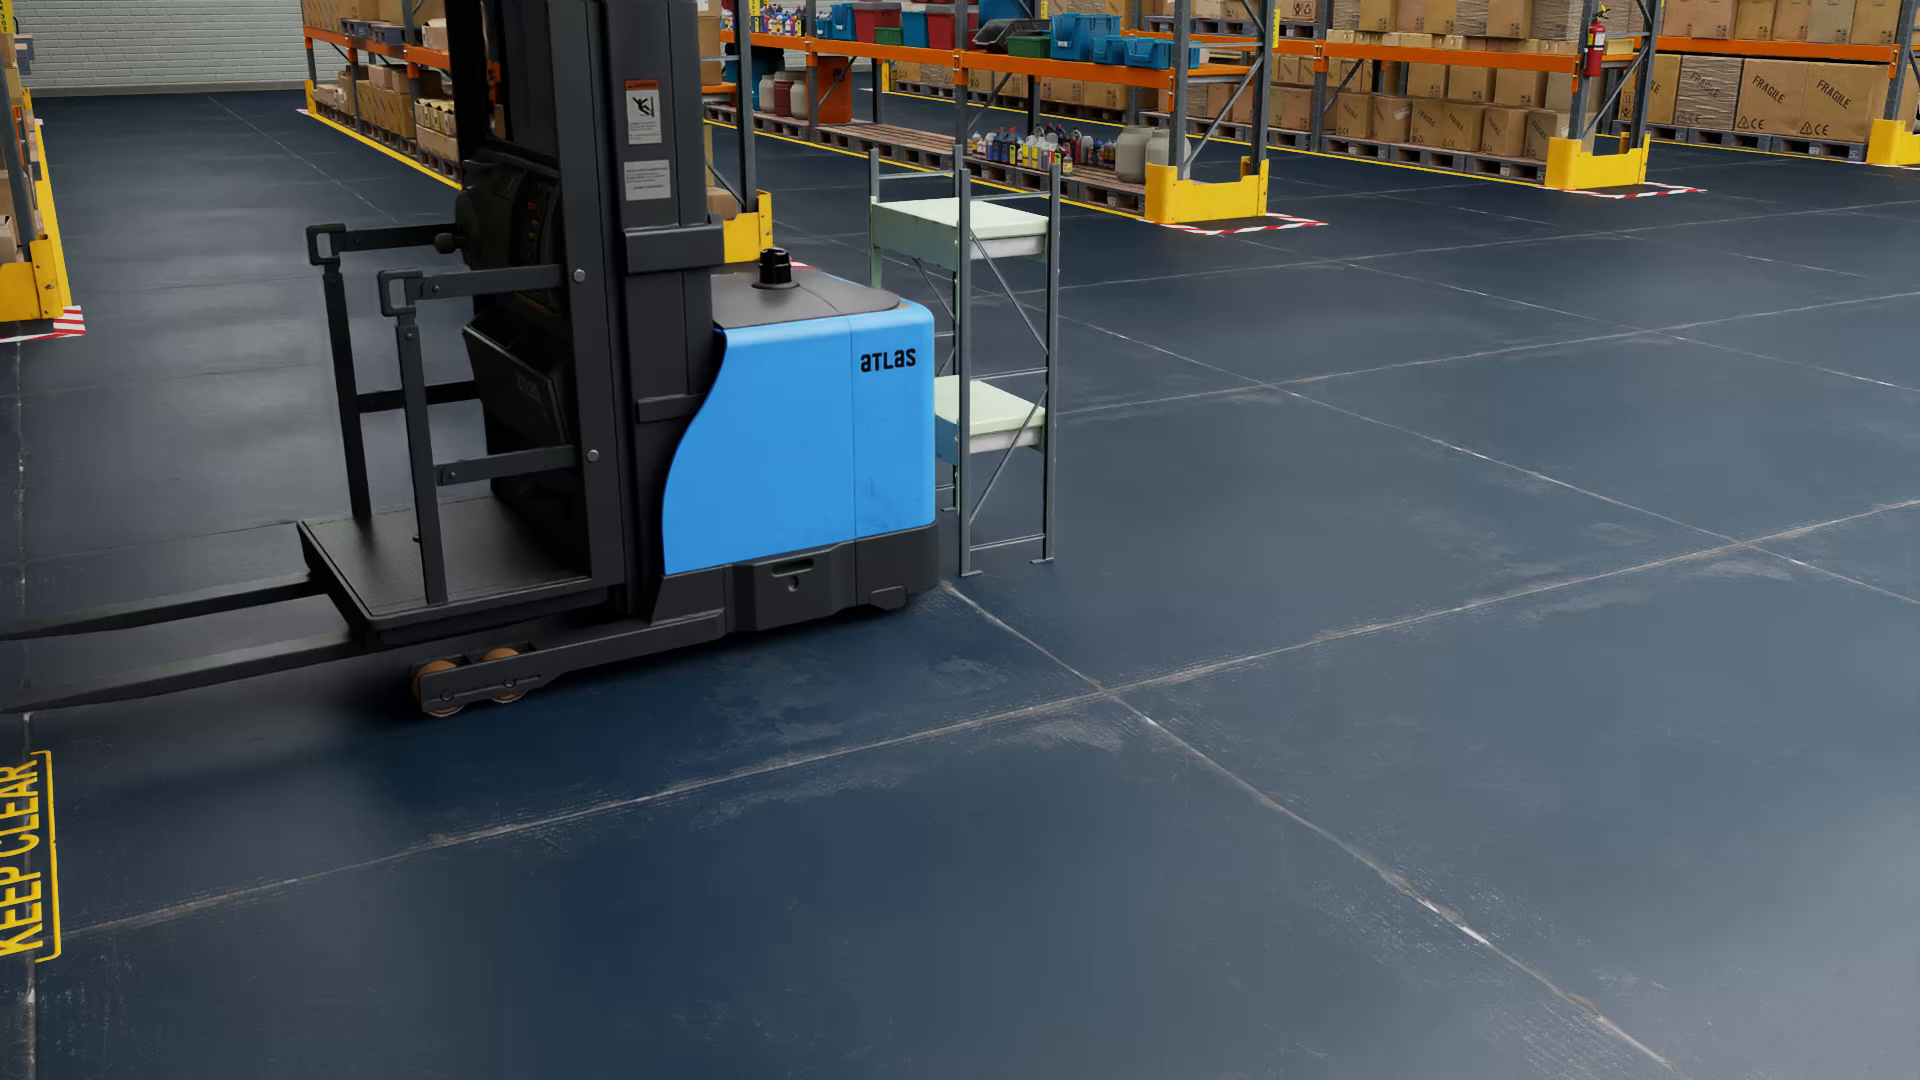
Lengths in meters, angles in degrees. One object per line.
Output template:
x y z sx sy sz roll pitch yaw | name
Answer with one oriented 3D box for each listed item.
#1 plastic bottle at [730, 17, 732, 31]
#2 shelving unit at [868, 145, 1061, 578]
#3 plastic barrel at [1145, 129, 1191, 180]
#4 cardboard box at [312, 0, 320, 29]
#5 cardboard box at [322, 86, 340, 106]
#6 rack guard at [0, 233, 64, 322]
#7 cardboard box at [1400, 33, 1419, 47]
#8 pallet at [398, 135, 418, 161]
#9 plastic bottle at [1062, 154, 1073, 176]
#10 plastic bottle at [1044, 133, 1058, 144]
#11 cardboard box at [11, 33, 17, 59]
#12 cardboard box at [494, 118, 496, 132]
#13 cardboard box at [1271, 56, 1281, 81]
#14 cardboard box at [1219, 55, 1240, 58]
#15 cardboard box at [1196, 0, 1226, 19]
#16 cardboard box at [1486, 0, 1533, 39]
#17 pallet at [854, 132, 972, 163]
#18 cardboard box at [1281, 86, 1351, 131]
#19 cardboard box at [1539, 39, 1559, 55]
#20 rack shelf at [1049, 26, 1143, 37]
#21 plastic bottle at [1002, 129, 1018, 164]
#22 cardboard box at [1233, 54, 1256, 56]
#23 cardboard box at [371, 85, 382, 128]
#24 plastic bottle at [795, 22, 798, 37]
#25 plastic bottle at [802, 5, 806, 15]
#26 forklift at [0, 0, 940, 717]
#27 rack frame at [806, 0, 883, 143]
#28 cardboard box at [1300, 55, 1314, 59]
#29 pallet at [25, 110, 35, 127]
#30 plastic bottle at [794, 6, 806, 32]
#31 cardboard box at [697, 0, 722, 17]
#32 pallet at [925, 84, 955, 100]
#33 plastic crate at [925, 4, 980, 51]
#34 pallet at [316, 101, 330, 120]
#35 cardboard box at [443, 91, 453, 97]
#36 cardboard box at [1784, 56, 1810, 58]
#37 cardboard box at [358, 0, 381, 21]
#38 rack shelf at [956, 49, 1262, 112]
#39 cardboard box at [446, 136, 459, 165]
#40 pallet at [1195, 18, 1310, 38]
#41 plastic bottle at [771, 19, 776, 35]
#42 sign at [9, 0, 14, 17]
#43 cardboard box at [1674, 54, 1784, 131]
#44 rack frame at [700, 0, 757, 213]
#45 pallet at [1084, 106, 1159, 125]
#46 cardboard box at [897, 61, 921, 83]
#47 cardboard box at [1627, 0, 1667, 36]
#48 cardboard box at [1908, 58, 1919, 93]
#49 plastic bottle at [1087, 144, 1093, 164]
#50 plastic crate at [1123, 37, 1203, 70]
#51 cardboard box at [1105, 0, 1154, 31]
-3.202 -7.304 23.505 0.097 0.201 0.097 0 19 0 | plastic bottle
0.003 -0.707 6.381 0.431 1.500 0.755 -10 21 -27 | shelving unit
1.935 -3.543 15.471 0.421 0.512 0.421 0 19 0 | plastic barrel
-9.180 -7.758 24.362 0.500 0.500 0.500 -10 21 -27 | cardboard box
-9.160 -6.592 24.677 0.500 0.250 0.500 -10 21 -27 | cardboard box
-6.440 -1.649 10.645 1.175 0.500 0.348 -10 21 -27 | rack guard
5.227 -5.677 18.870 0.380 0.149 0.250 -10 21 -27 | cardboard box
-6.166 -4.776 20.149 1.003 0.211 1.213 -10 21 -27 | pallet
1.057 -3.688 16.337 0.097 0.201 0.097 0 19 0 | plastic bottle
0.948 -4.187 17.668 0.152 0.276 0.135 -10 21 -27 | plastic bottle
-6.832 -3.579 11.453 0.500 0.500 0.500 -11 22 -28 | cardboard box
-4.390 -3.961 16.225 0.500 0.311 0.500 -10 21 -27 | cardboard box
5.506 -8.059 28.575 0.500 0.500 0.500 -9 21 -25 | cardboard box
4.834 -8.556 29.643 0.380 0.149 0.250 -10 21 -26 | cardboard box
3.468 -7.018 21.958 0.500 0.250 0.500 -11 22 -28 | cardboard box
6.094 -5.586 17.611 0.875 0.500 0.500 -10 21 -27 | cardboard box
-0.575 -4.744 20.056 1.003 0.211 1.213 -10 21 -27 | pallet
4.502 -5.465 21.028 0.700 0.500 0.500 -12 22 -31 | cardboard box
6.239 -5.114 17.238 0.380 0.149 0.250 -10 21 -27 | cardboard box
1.925 -7.641 25.281 1.077 0.370 4.000 -10 21 -27 | rack shelf
0.523 -4.098 17.294 0.144 0.351 0.185 -11 22 -29 | plastic bottle
5.165 -8.711 30.093 0.380 0.149 0.250 -10 22 -27 | cardboard box
-7.235 -5.576 21.350 0.500 0.500 0.500 -10 21 -26 | cardboard box
-2.090 -6.632 21.558 0.097 0.201 0.097 0 19 0 | plastic bottle
-2.136 -7.236 23.078 0.144 0.351 0.185 -10 21 -27 | plastic bottle
-1.600 -1.043 5.160 3.031 2.935 1.130 -11 22 -29 | forklift
-1.484 -6.640 21.276 1.000 3.000 0.127 -10 21 -27 | rack frame
6.000 -8.114 27.585 0.500 0.250 0.500 -9 21 -25 | cardboard box
-13.553 -5.867 23.309 1.003 0.211 1.213 -10 21 -27 | pallet
-2.206 -7.174 22.898 0.144 0.351 0.185 -10 21 -27 | plastic bottle
-2.043 -4.077 12.702 0.380 0.149 0.250 -10 21 -27 | cardboard box
0.100 -7.819 28.966 1.003 0.211 1.213 -10 21 -27 | pallet
-0.084 -5.614 18.204 0.402 0.464 0.583 -10 21 -27 | plastic crate
-9.228 -6.602 25.440 1.003 0.211 1.213 -10 21 -27 | pallet
-6.063 -5.225 20.332 0.500 0.500 0.500 -11 22 -29 | cardboard box
15.573 -8.817 30.774 0.500 0.500 0.500 -9 21 -25 | cardboard box
-7.334 -6.910 21.261 0.700 0.500 0.500 -6 20 -18 | cardboard box
1.365 -4.578 16.402 1.077 0.370 4.000 -10 21 -27 | rack shelf
-5.120 -4.137 17.594 0.500 0.250 0.500 -10 21 -26 | cardboard box
3.851 -6.755 21.902 1.003 0.211 1.213 -10 21 -27 | pallet
-2.477 -6.866 22.236 0.097 0.201 0.097 0 19 0 | plastic bottle
-7.829 -4.453 13.610 0.100 0.325 0.005 -10 21 -27 | sign
9.856 -5.743 21.290 0.875 0.875 0.875 -10 21 -26 | cardboard box
-2.046 -3.578 12.401 1.000 3.000 0.127 -10 21 -27 | rack frame
2.567 -6.327 24.644 1.003 0.211 1.213 -10 21 -27 | pallet
-0.550 -8.727 29.937 0.875 0.875 0.875 -10 21 -27 | cardboard box
9.373 -6.965 21.988 0.875 0.550 0.550 -10 21 -27 | cardboard box
13.803 -6.684 23.826 0.500 0.500 0.500 -9 21 -24 | cardboard box
1.373 -4.012 17.276 0.097 0.201 0.097 0 19 0 | plastic bottle
1.814 -4.371 14.927 0.499 0.251 0.616 -10 21 -27 | plastic crate
2.423 -7.558 23.783 0.500 0.500 0.500 -9 21 -25 | cardboard box
